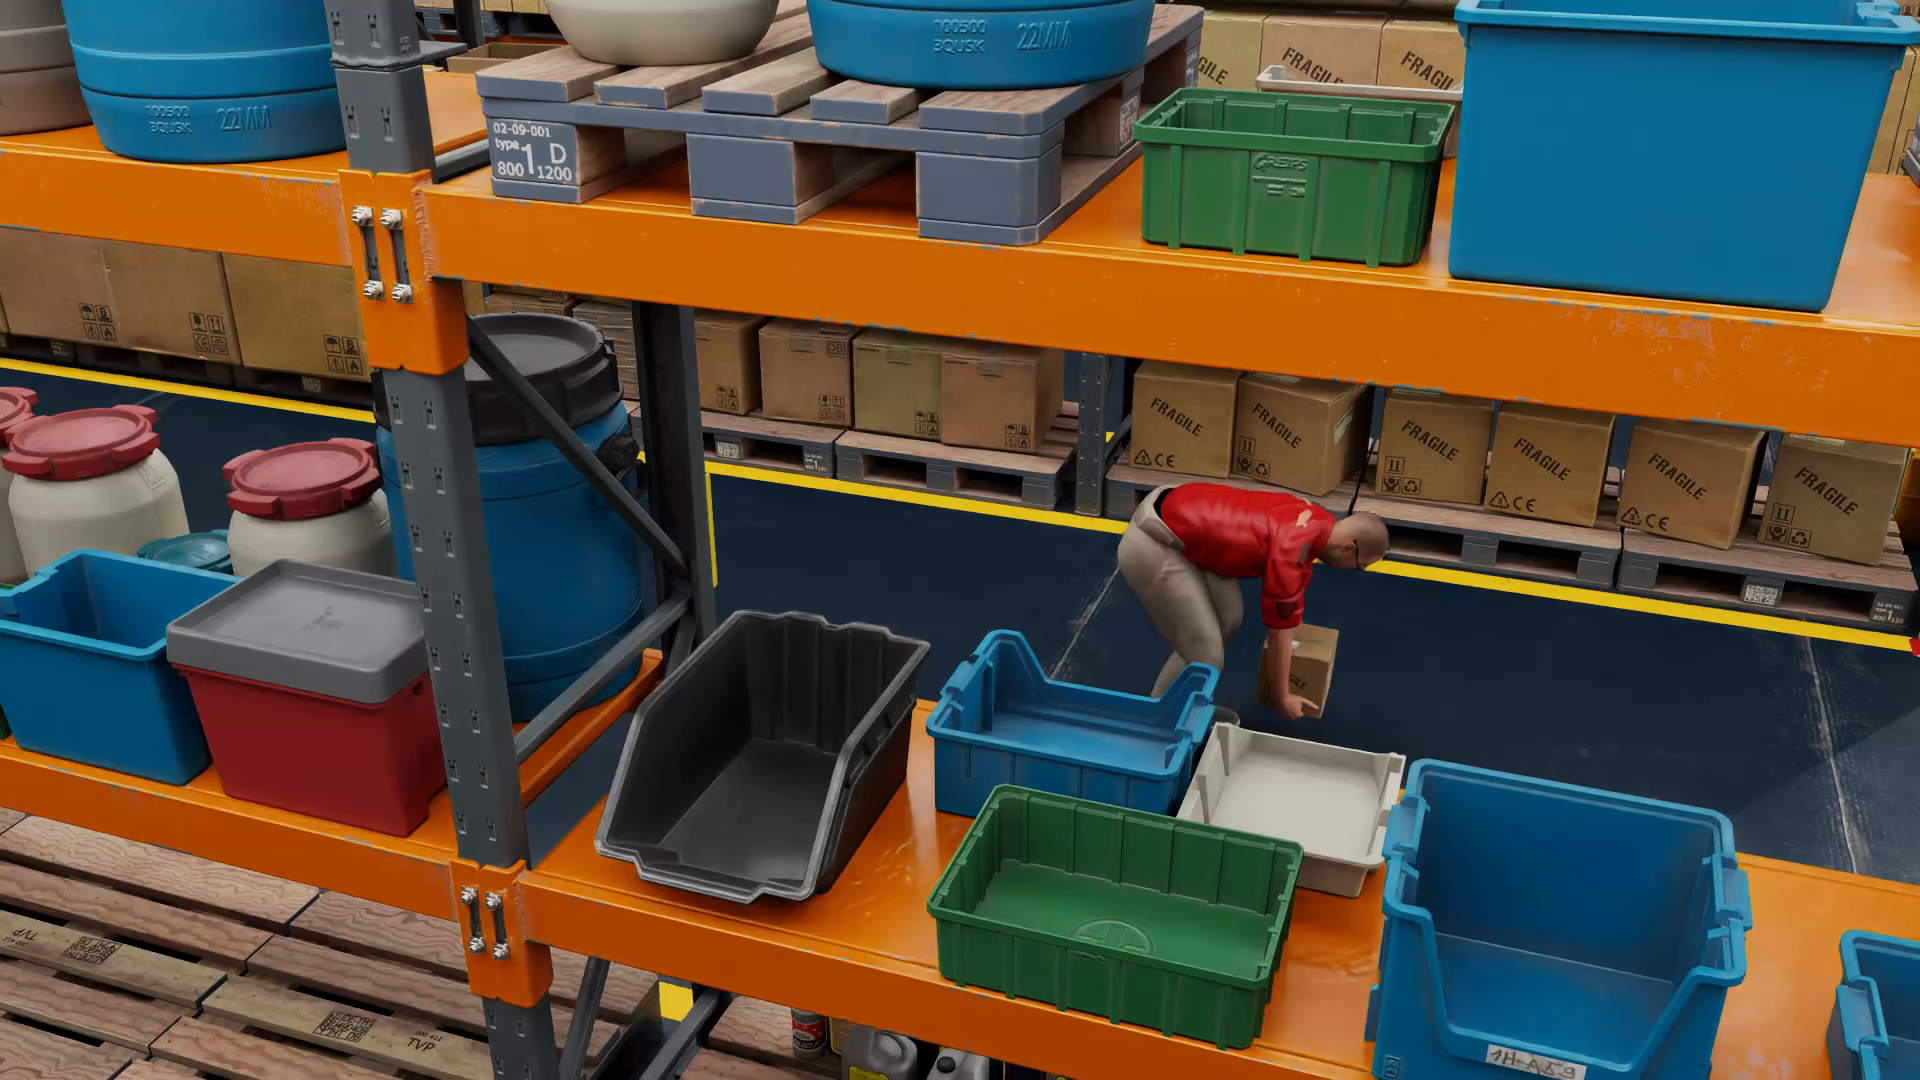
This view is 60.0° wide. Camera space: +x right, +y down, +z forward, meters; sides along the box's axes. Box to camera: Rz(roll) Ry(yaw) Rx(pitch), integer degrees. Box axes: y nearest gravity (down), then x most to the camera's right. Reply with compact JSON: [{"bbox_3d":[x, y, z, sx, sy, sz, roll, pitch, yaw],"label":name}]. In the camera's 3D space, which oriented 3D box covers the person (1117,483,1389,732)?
[{"bbox_3d":[1.068,0.324,6.239,0.961,1.053,0.489,8,27,16],"label":"person"}]
